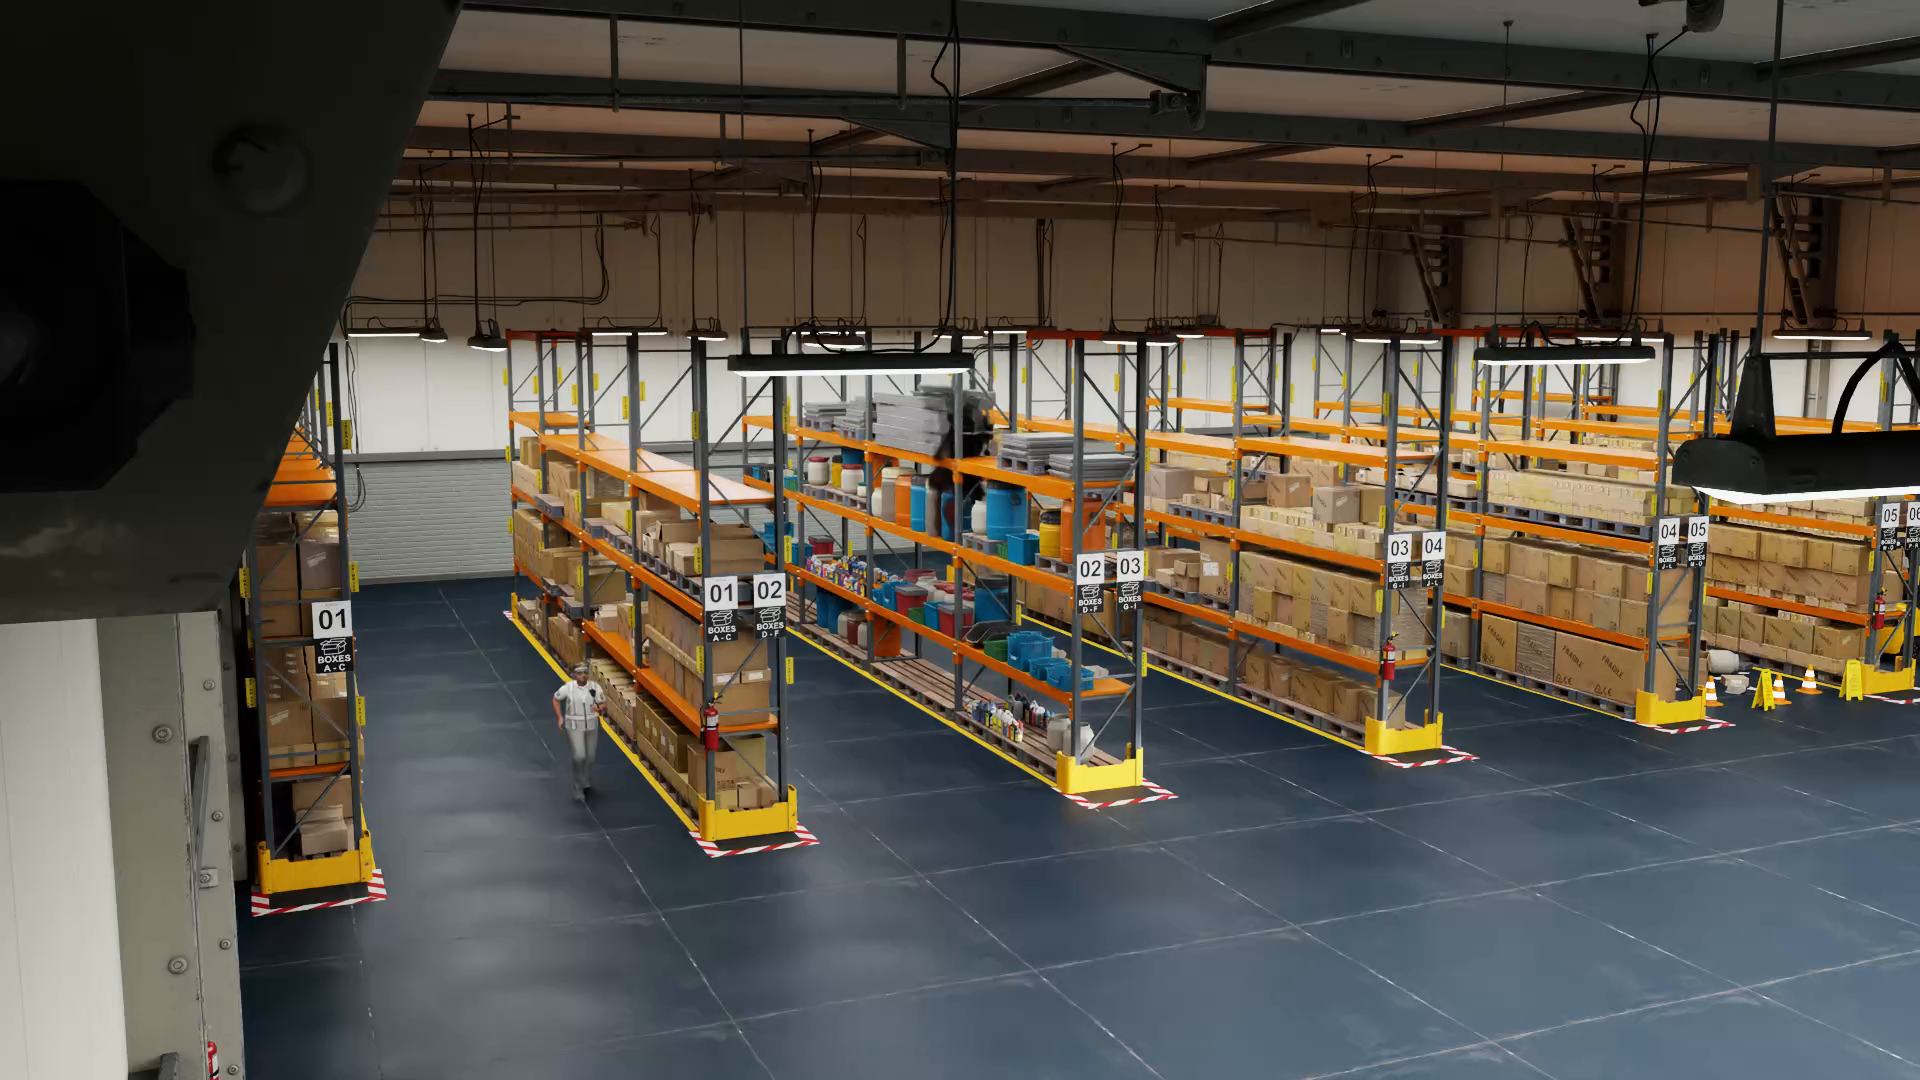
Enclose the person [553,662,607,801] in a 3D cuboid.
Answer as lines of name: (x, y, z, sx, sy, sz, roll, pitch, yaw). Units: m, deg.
person: (-4.964, 2.500, 21.874, 0.631, 1.850, 0.768, -4, 9, -30)
